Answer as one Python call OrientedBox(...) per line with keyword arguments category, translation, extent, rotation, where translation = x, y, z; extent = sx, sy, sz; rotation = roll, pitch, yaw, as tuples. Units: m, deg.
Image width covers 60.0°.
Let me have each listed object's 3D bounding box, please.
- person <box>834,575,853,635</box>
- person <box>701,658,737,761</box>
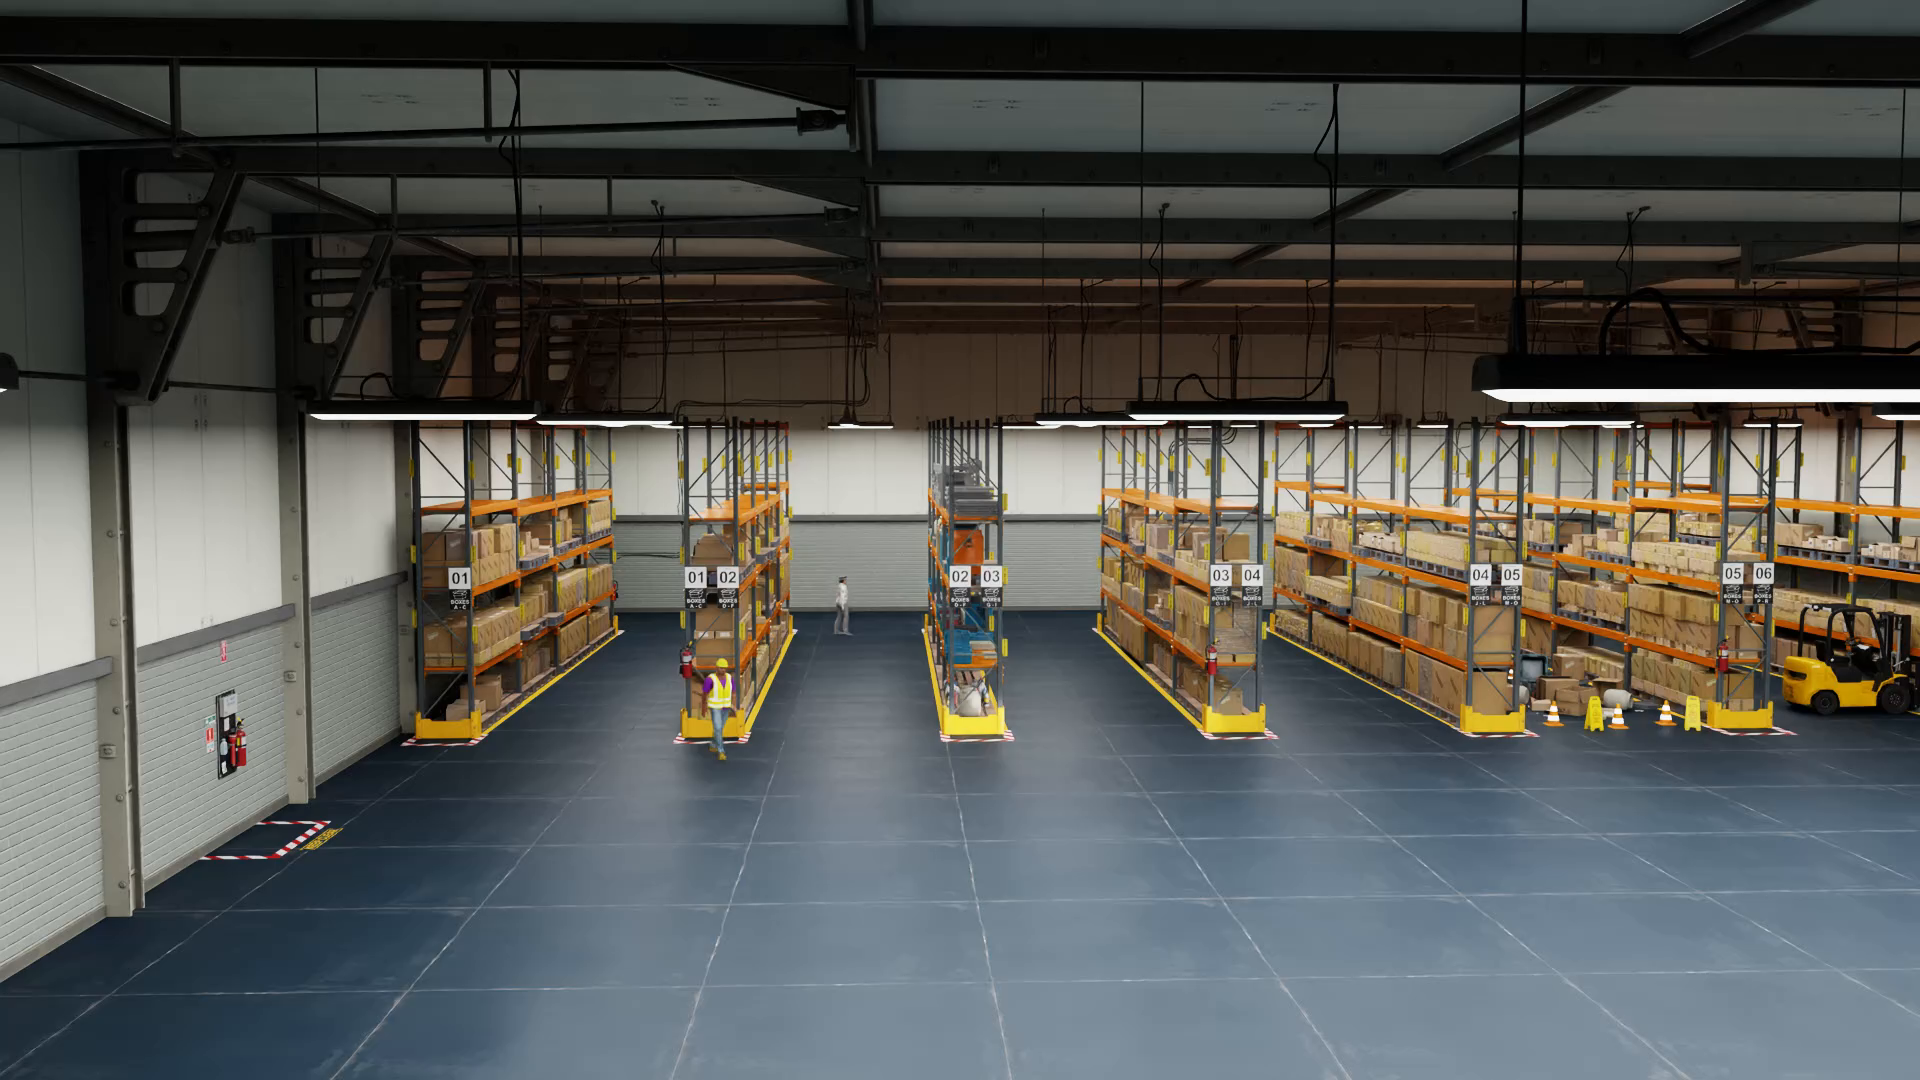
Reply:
OrientedBox(category="person", translation=(-3.303, 1.849, 46.869), extent=(0.536, 1.704, 0.527), rotation=(-1, 4, -22))
OrientedBox(category="person", translation=(-4.185, 2.931, 29.152), extent=(0.593, 1.718, 0.951), rotation=(-3, 5, -40))
